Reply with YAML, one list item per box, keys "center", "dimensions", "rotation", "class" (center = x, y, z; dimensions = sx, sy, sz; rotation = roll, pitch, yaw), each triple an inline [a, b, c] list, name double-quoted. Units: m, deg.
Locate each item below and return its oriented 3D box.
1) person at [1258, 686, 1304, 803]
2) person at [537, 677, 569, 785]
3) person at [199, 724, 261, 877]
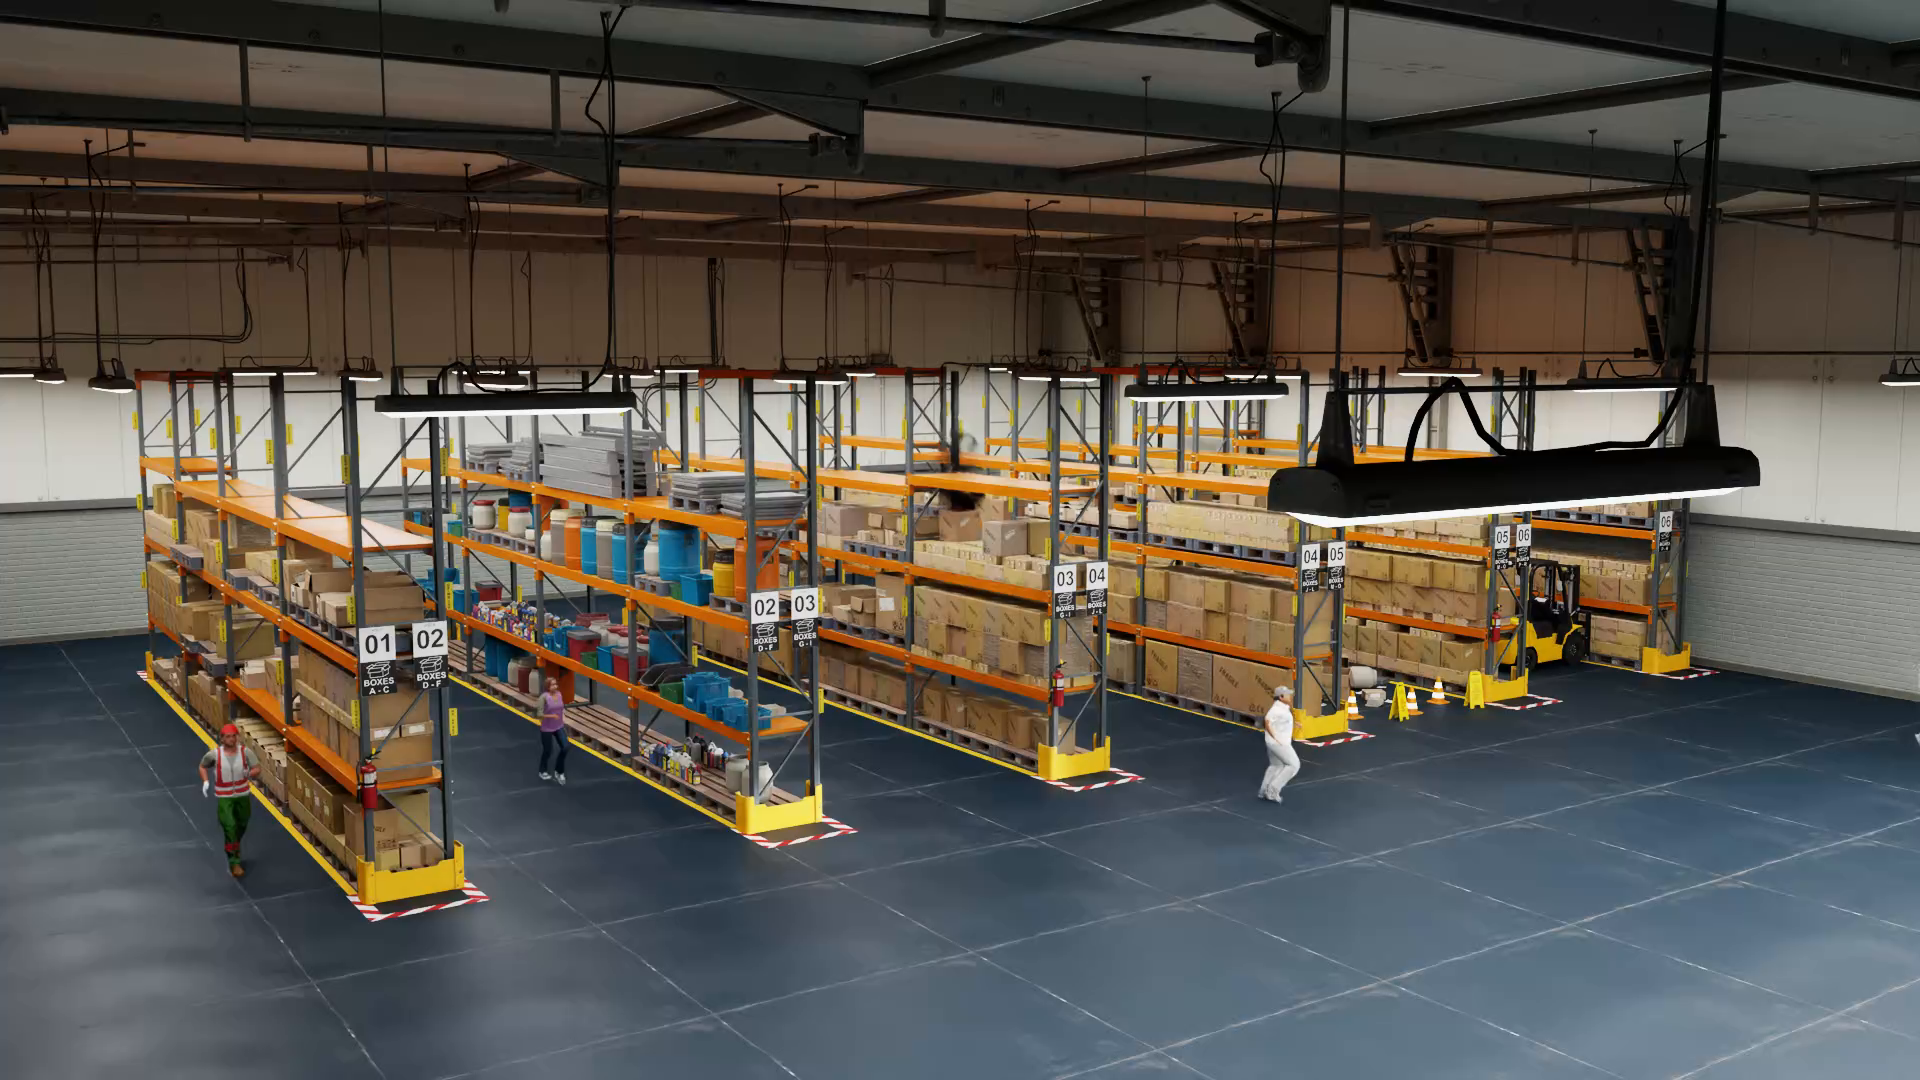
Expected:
- center: [4.548, 2.873, 23.480]
  dimensions: [0.623, 1.652, 0.581]
  rotation: [1, 6, 5]
  class: "person"
- center: [-5.968, 2.801, 24.378]
  dimensions: [0.490, 1.625, 0.711]
  rotation: [-5, 8, -40]
  class: "person"
- center: [-8.881, 3.124, 20.303]
  dimensions: [0.659, 1.774, 1.002]
  rotation: [-5, 8, -35]
  class: "person"
